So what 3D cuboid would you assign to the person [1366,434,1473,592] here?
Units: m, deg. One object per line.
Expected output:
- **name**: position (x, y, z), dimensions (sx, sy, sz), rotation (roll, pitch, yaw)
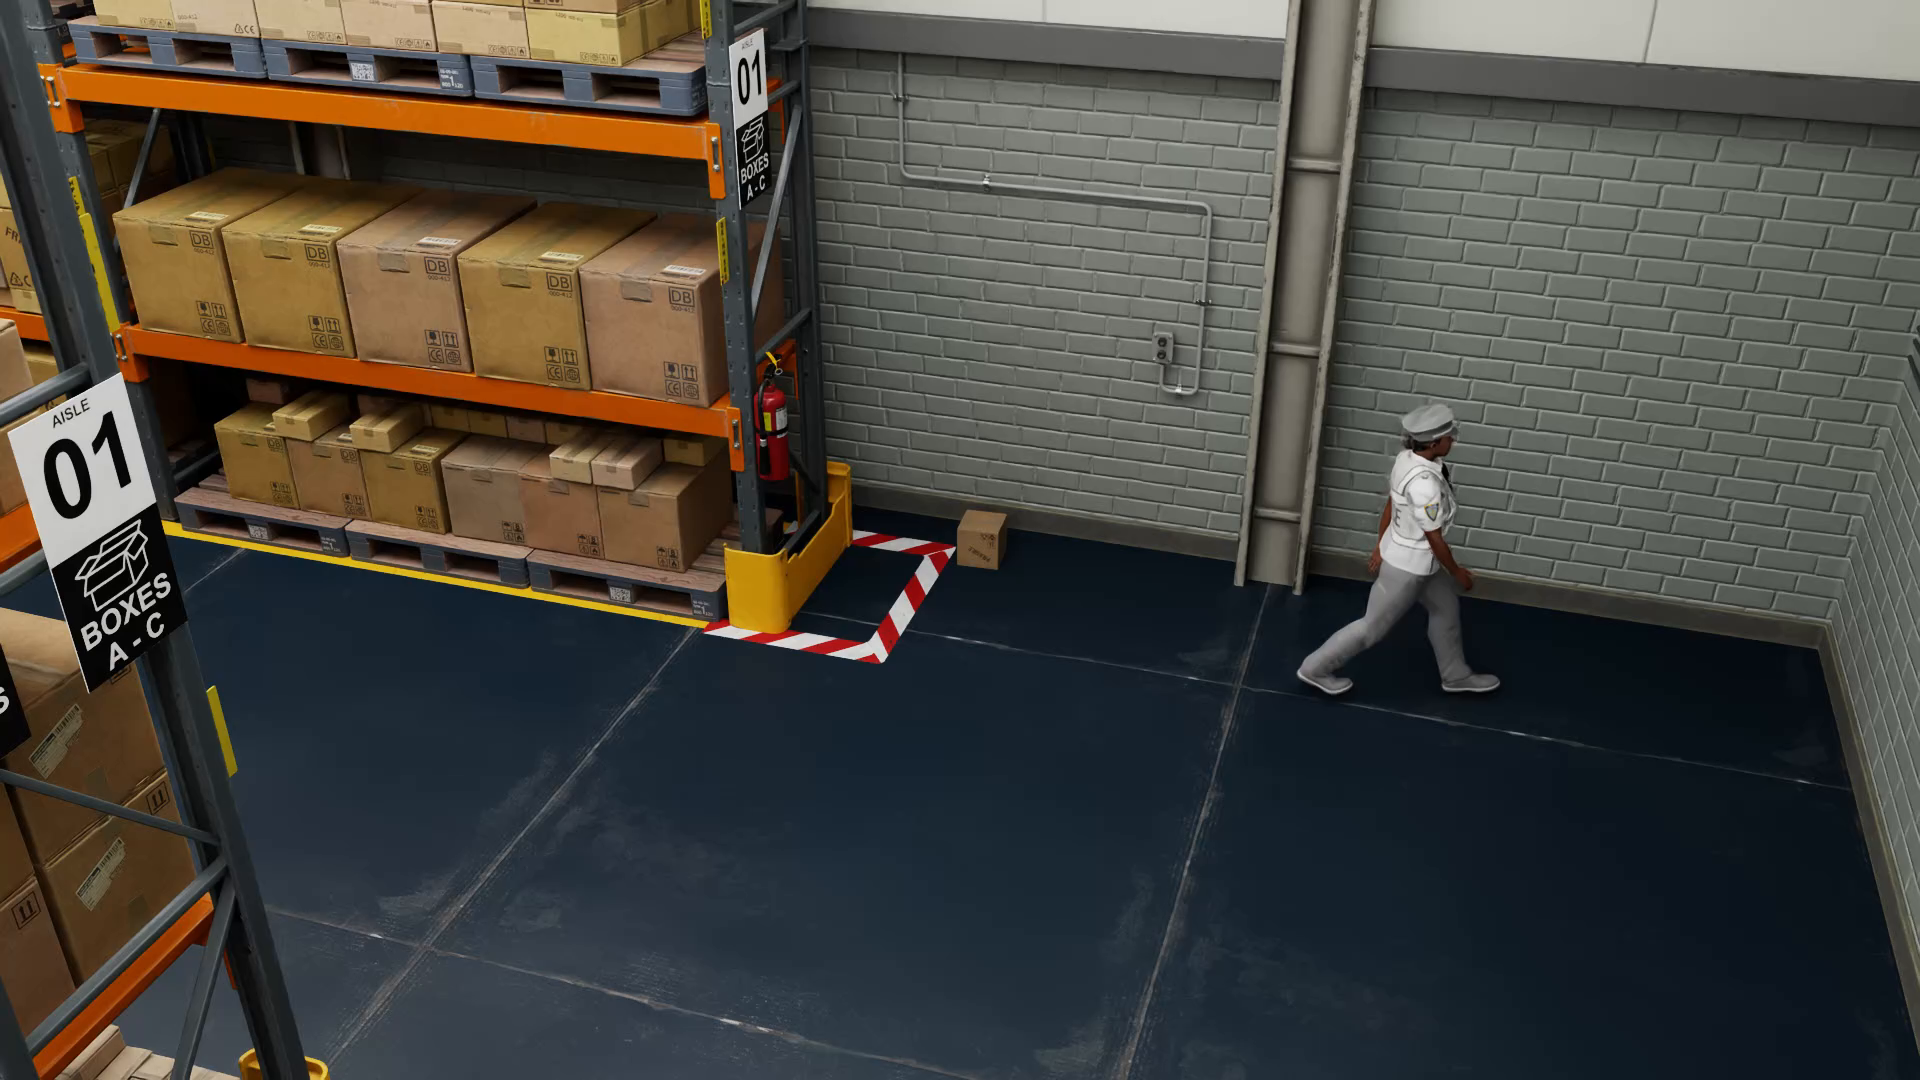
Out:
- **person**: position (2.315, -0.168, 8.185), dimensions (0.512, 0.987, 0.429), rotation (6, 30, 11)
